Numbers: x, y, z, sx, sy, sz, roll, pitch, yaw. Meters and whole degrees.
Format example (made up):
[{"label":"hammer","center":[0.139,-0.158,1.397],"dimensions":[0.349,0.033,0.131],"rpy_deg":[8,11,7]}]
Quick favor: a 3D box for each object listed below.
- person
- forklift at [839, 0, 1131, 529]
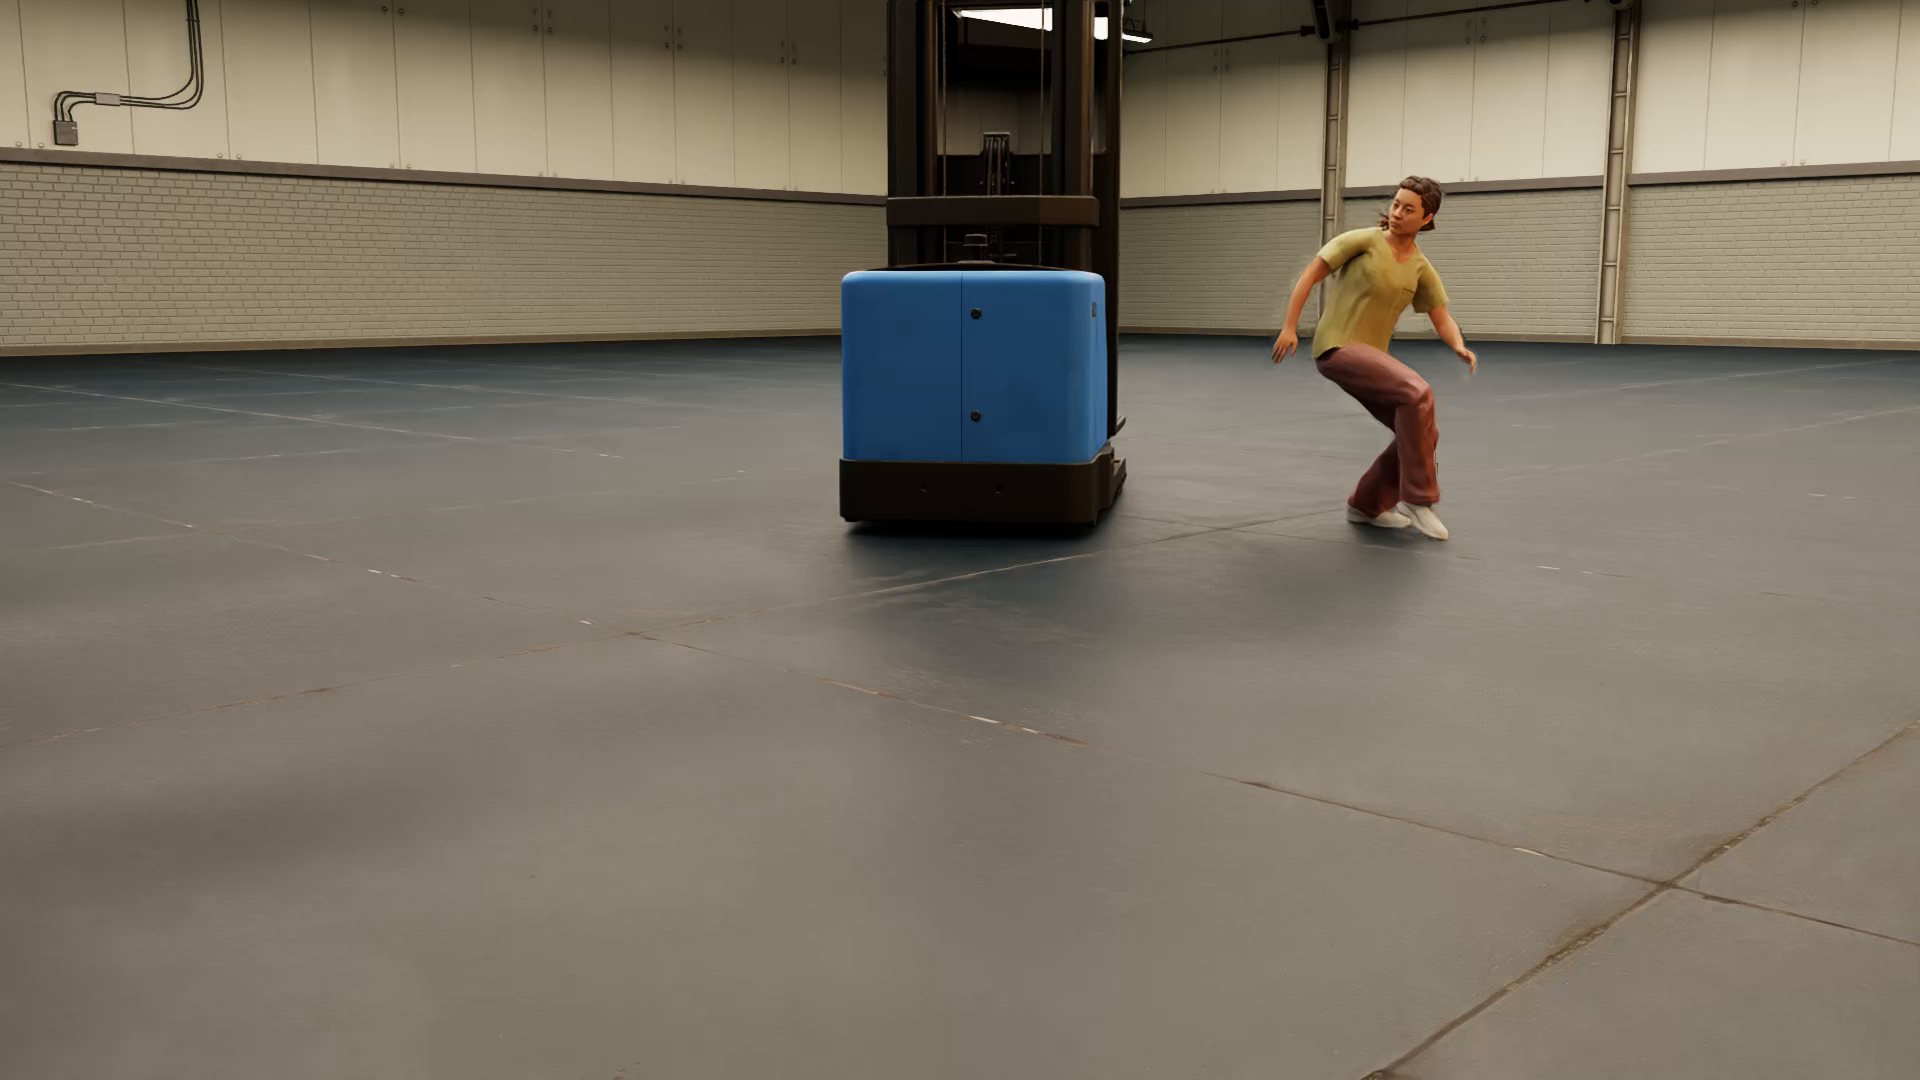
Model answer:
[{"label":"person","center":[1.757,-0.750,6.842],"dimensions":[0.688,1.475,0.715],"rpy_deg":[-6,11,-36]},{"label":"forklift","center":[0.242,-1.677,8.009],"dimensions":[1.130,2.935,3.031],"rpy_deg":[1,9,9]}]
